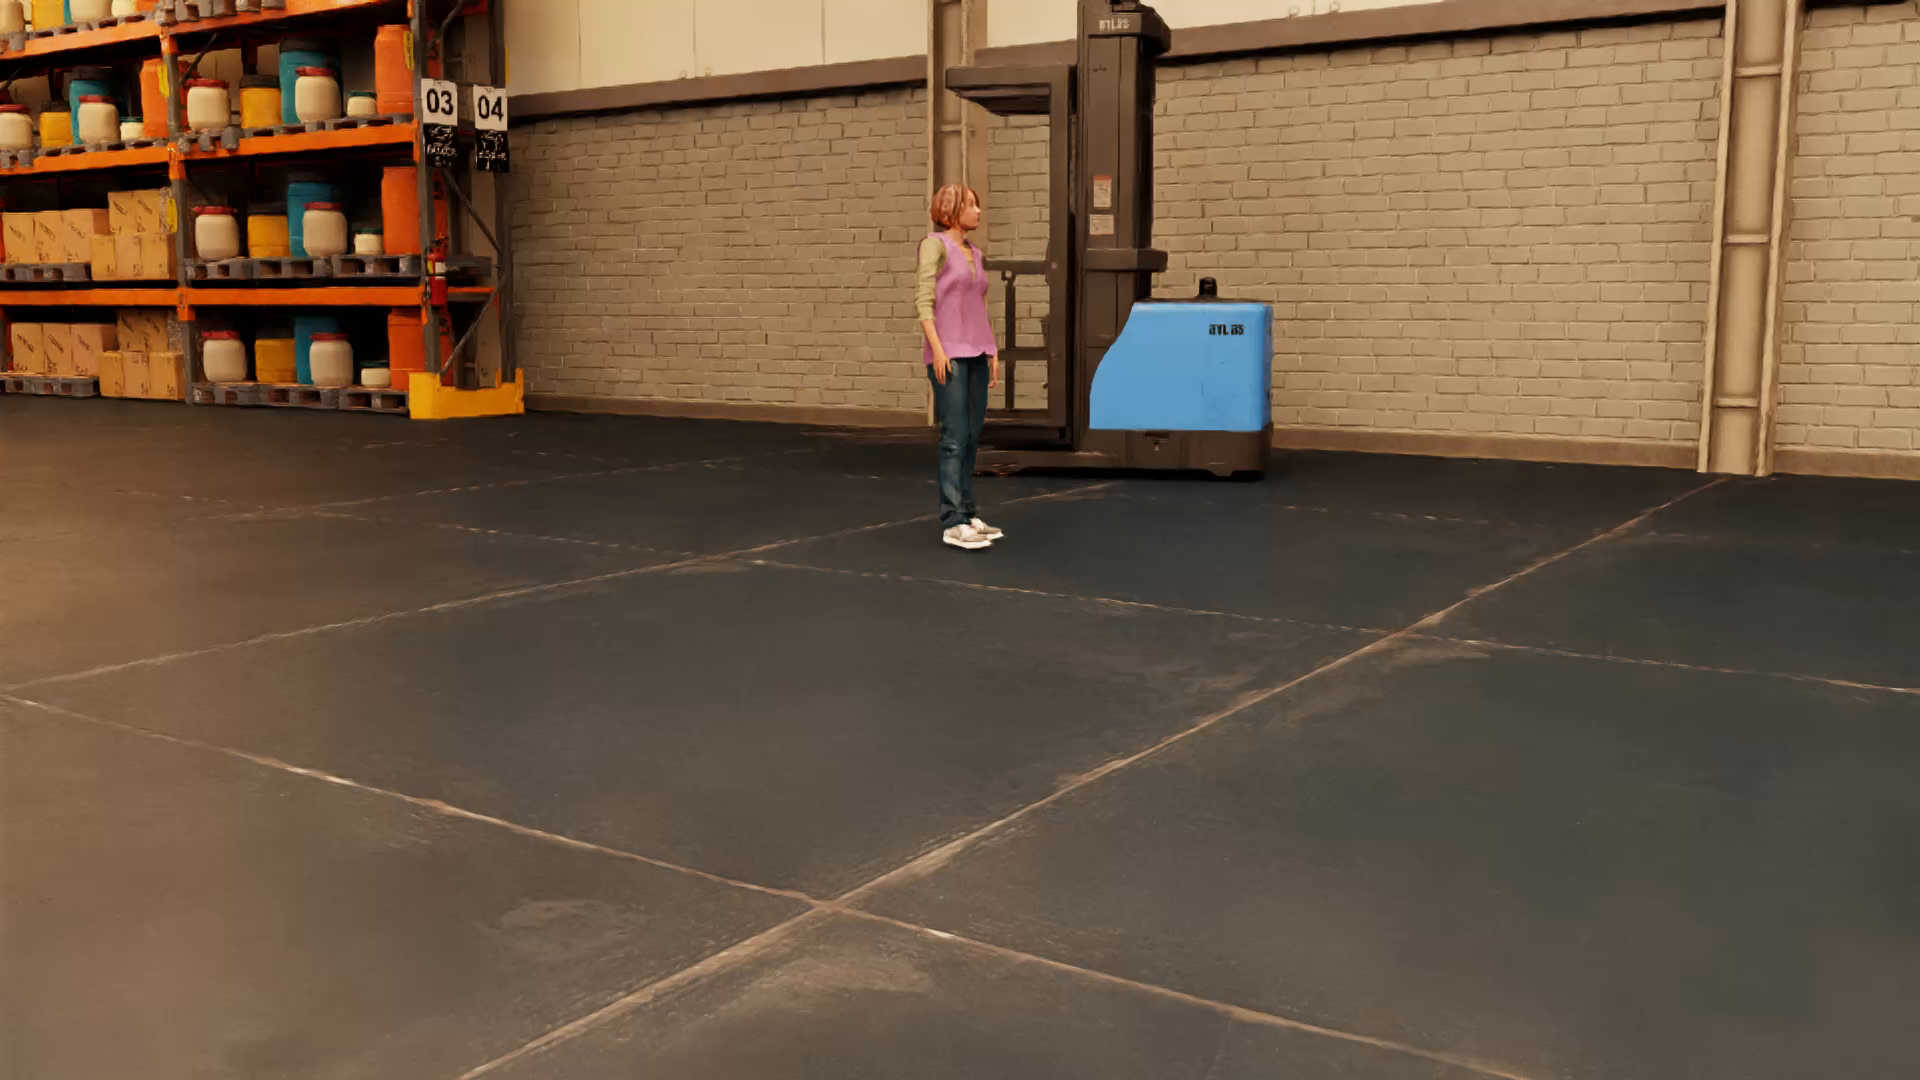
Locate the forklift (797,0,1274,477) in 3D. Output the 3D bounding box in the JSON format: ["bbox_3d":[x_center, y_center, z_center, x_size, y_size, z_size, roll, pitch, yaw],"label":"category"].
[{"bbox_3d":[0.479,-1.920,10.694,3.031,2.935,1.130,2,8,14],"label":"forklift"}]

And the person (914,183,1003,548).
[{"bbox_3d":[0.054,-0.790,7.438,0.474,1.597,0.520,5,10,34],"label":"person"}]
